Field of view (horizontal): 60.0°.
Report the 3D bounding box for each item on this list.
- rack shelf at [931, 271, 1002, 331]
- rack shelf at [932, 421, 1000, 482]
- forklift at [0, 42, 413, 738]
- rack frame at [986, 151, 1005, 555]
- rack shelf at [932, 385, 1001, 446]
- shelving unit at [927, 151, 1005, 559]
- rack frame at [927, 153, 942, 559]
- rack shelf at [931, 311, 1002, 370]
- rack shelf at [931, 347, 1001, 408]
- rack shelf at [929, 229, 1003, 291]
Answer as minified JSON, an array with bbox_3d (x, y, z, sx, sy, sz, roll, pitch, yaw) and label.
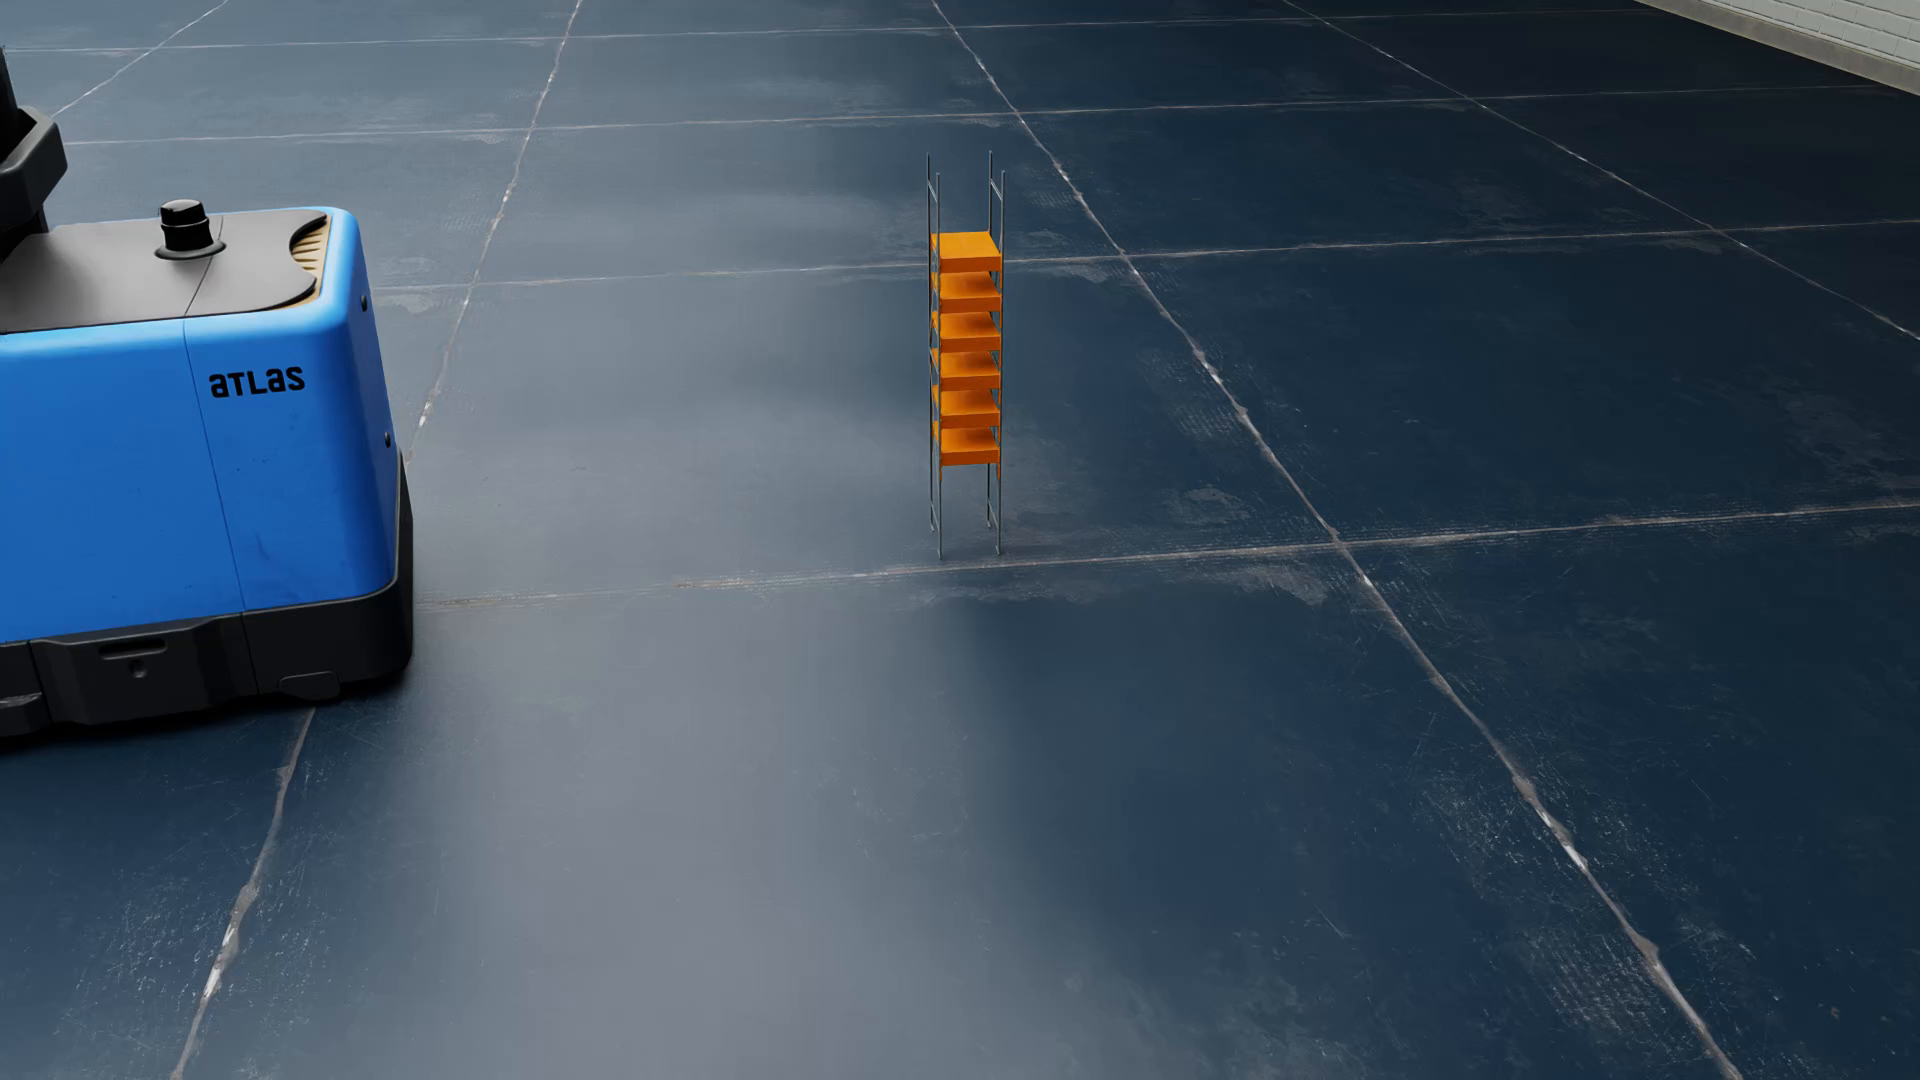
[{"bbox_3d":[0.014,-0.709,4.889,0.180,0.103,0.258,-4,27,-7],"label":"rack shelf"},{"bbox_3d":[0.014,-0.282,5.108,0.180,0.103,0.258,-4,27,-7],"label":"rack shelf"},{"bbox_3d":[-3.052,-0.924,3.841,3.031,2.935,1.130,-8,28,-14],"label":"forklift"},{"bbox_3d":[0.105,-0.541,4.989,0.006,1.200,0.240,-4,27,-7],"label":"rack frame"},{"bbox_3d":[0.014,-0.388,5.053,0.180,0.103,0.258,-4,27,-7],"label":"rack shelf"},{"bbox_3d":[0.014,-0.535,4.978,0.189,1.200,0.258,-4,27,-7],"label":"shelving unit"},{"bbox_3d":[-0.076,-0.529,4.967,0.006,1.200,0.240,-4,27,-7],"label":"rack frame"},{"bbox_3d":[0.014,-0.602,4.943,0.180,0.103,0.258,-4,27,-7],"label":"rack shelf"},{"bbox_3d":[0.014,-0.495,4.998,0.180,0.103,0.258,-4,27,-7],"label":"rack shelf"},{"bbox_3d":[0.014,-0.816,4.834,0.180,0.103,0.258,-4,27,-7],"label":"rack shelf"}]
